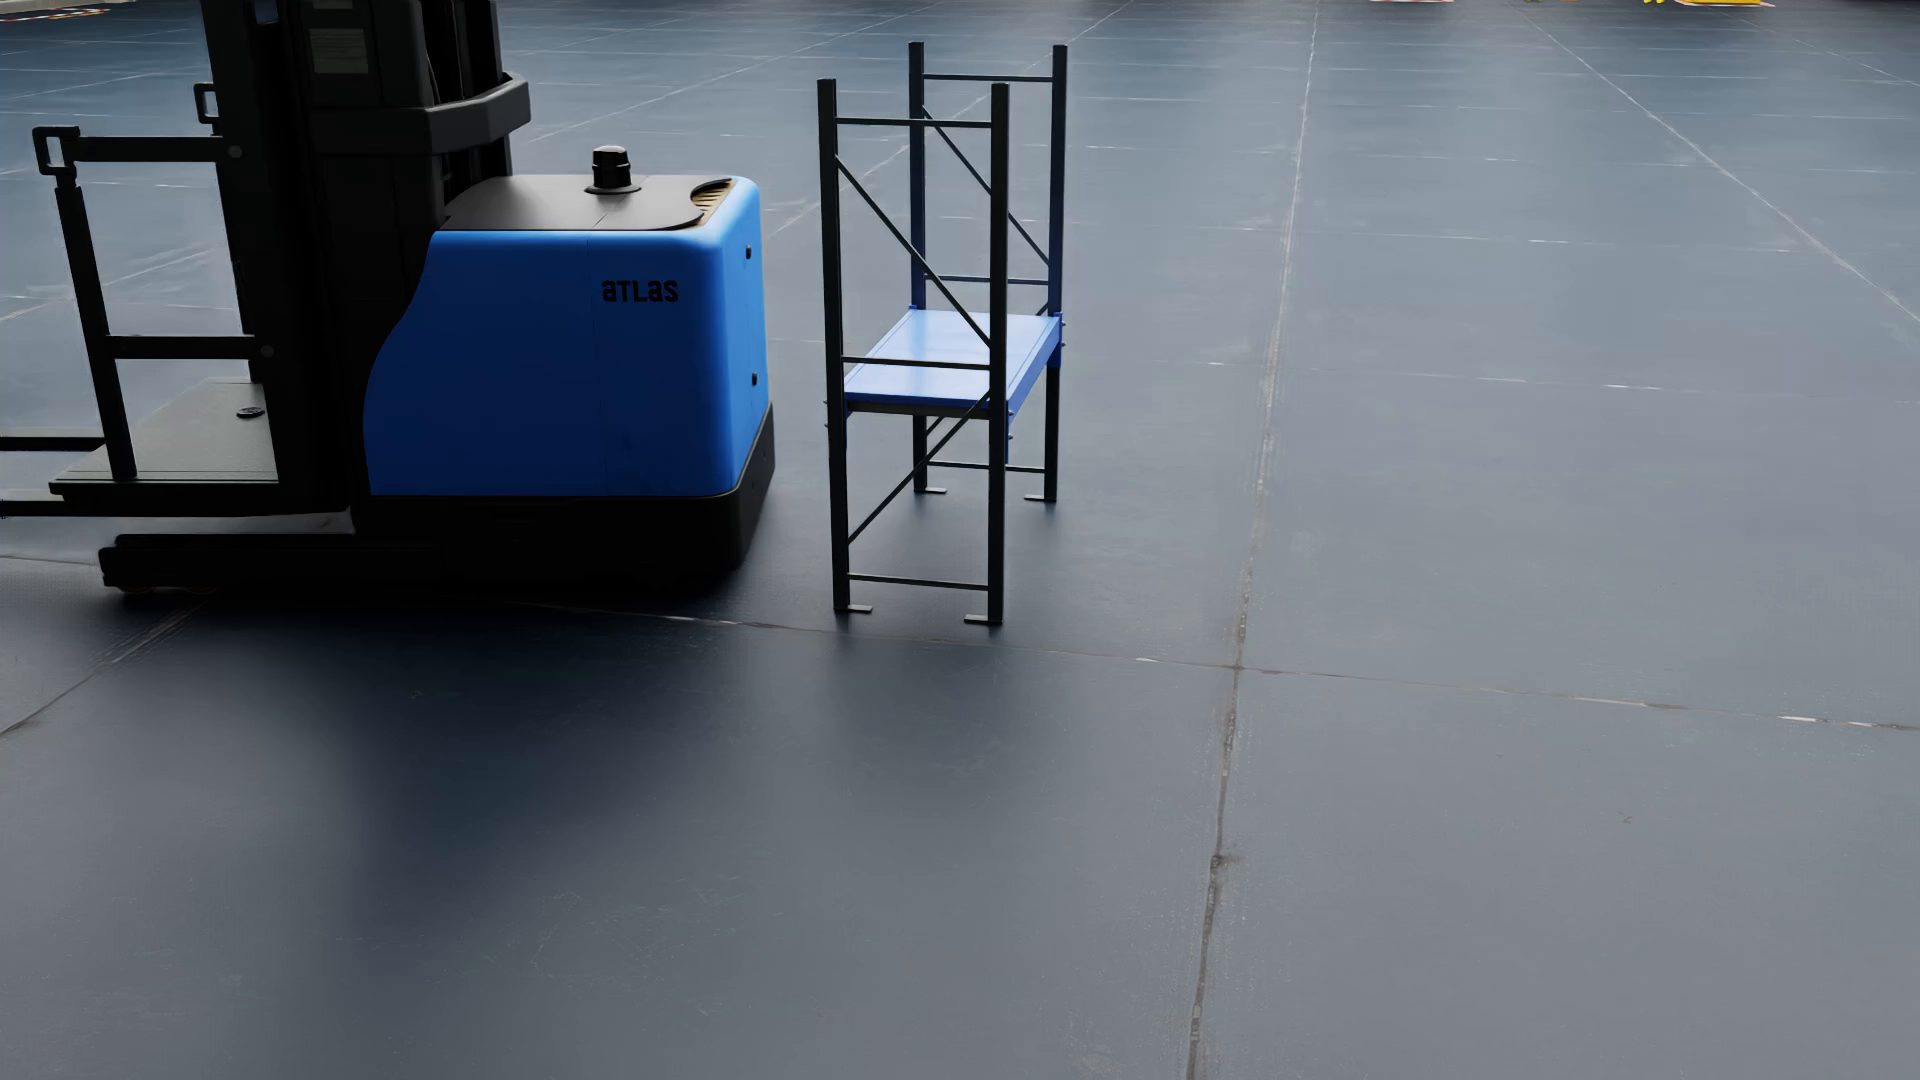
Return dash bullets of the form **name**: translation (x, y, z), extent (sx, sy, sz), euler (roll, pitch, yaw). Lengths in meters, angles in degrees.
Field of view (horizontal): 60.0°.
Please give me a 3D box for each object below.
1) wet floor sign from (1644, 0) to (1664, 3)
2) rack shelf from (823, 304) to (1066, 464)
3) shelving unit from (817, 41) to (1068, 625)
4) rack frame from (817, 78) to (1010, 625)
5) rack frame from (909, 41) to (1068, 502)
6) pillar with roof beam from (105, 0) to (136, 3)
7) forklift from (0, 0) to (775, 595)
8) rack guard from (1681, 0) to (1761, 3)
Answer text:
- **wet floor sign**: translation (11.347, -9.092, 27.066), extent (0.267, 0.644, 0.232), euler (13, 25, 29)
- **rack shelf**: translation (-0.017, -0.498, 5.063), extent (0.538, 0.185, 1.000), euler (4, 22, 11)
- **shelving unit**: translation (-0.017, -0.664, 4.996), extent (0.538, 1.500, 1.048), euler (4, 22, 11)
- **rack frame**: translation (-0.121, -0.479, 4.534), extent (0.500, 1.500, 0.032), euler (4, 22, 11)
- **rack frame**: translation (0.086, -0.850, 5.458), extent (0.500, 1.500, 0.032), euler (4, 22, 11)
- **pillar with roof beam**: translation (-9.530, -12.643, 24.700), extent (9.100, 9.000, 0.400), euler (4, 22, 11)
- **forklift**: translation (-2.162, -1.393, 4.889), extent (3.031, 2.935, 1.130), euler (0, 22, 1)
- **rack guard**: translation (12.448, -9.041, 27.132), extent (1.175, 0.500, 0.348), euler (4, 22, 11)
